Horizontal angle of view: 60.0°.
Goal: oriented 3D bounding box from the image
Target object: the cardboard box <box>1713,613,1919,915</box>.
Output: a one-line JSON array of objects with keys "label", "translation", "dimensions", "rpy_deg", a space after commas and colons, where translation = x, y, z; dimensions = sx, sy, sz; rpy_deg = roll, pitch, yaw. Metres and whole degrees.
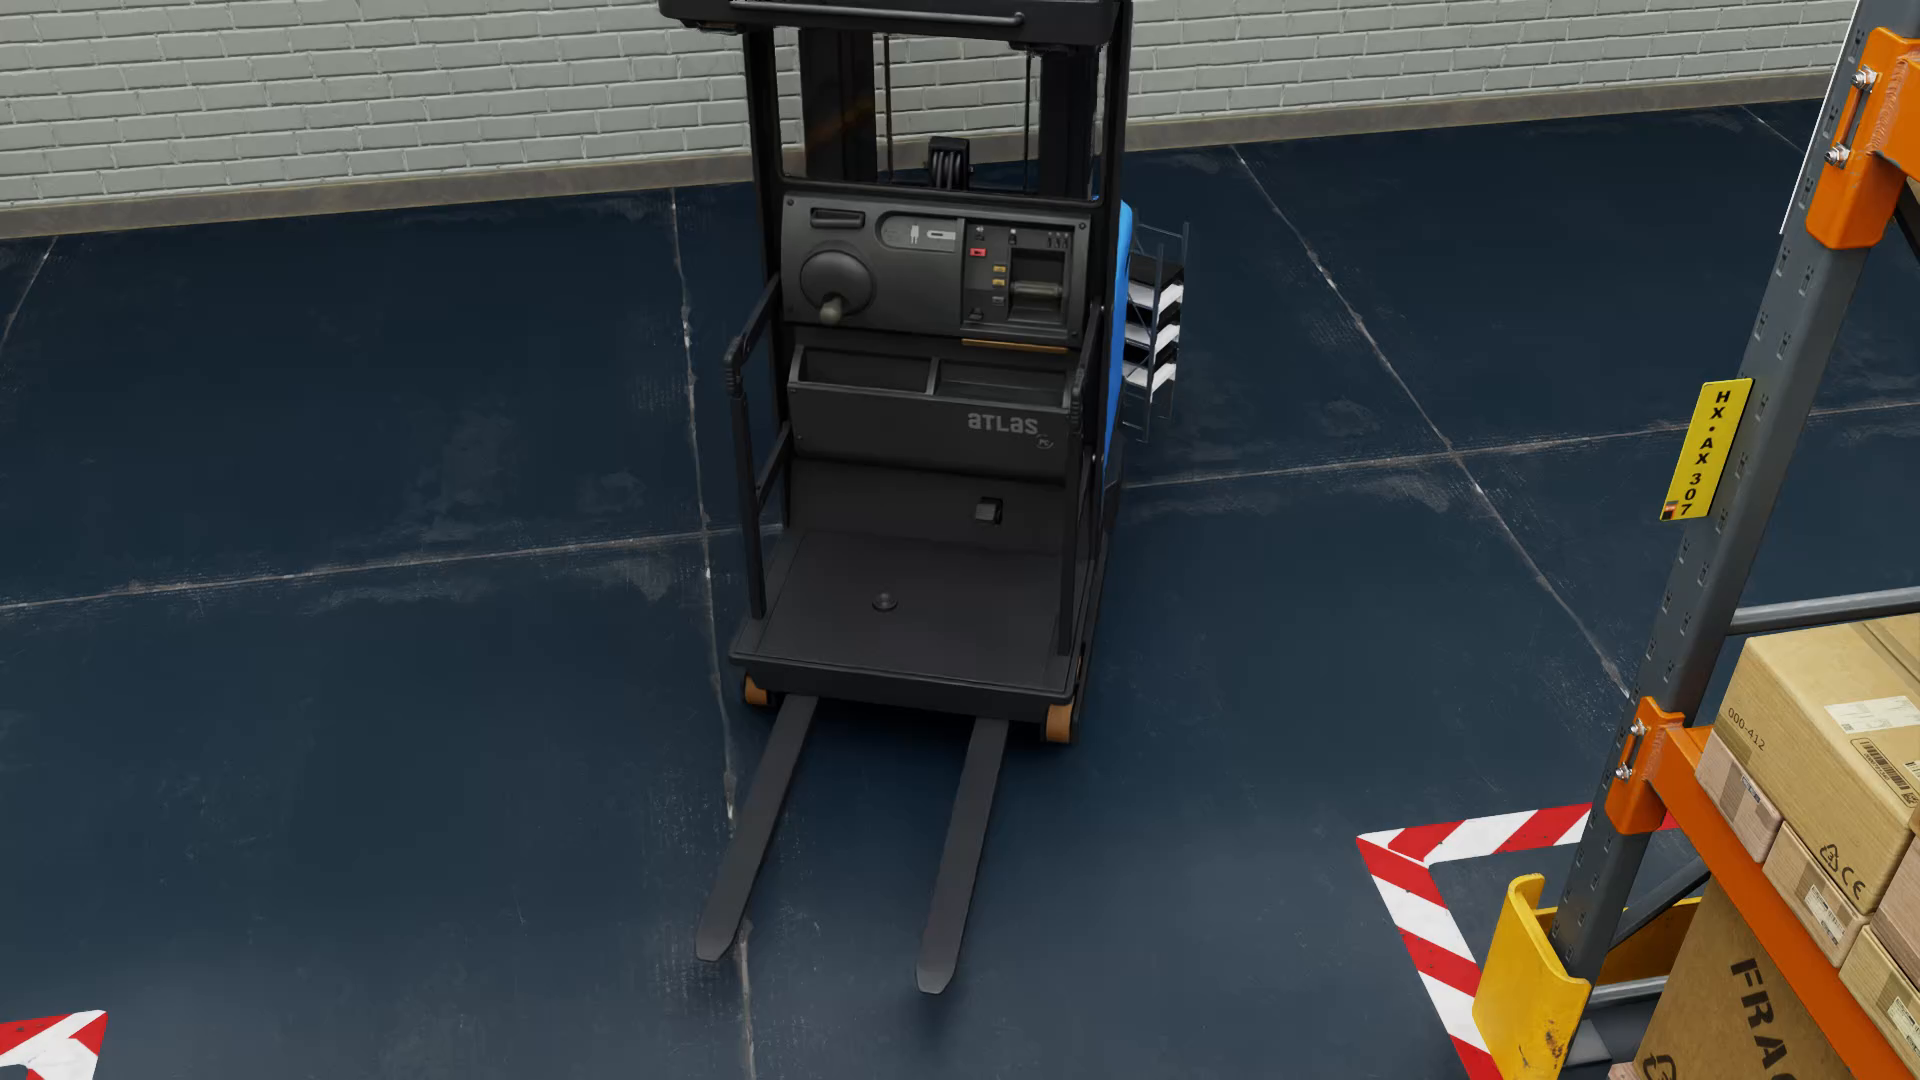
[{"label": "cardboard box", "translation": [1.825, 0.405, 3.164], "dimensions": [0.500, 0.250, 0.500], "rpy_deg": [-7, 38, -9]}]

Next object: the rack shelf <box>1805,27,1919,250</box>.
[{"label": "rack shelf", "translation": [2.358, 0.451, 1.365], "dimensions": [1.077, 0.370, 4.000], "rpy_deg": [-6, 38, -8]}]

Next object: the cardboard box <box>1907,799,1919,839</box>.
[{"label": "cardboard box", "translation": [1.913, 0.410, 2.545], "dimensions": [0.500, 0.500, 0.500], "rpy_deg": [-7, 38, -9]}]

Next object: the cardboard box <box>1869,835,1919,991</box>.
[{"label": "cardboard box", "translation": [1.923, 0.718, 2.761], "dimensions": [0.500, 0.250, 0.500], "rpy_deg": [-7, 38, -9]}]

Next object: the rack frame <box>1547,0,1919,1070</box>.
[{"label": "rack frame", "translation": [2.007, 0.144, 3.620], "dimensions": [1.000, 3.000, 0.127], "rpy_deg": [-6, 38, -8]}]

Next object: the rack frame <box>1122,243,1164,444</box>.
[{"label": "rack frame", "translation": [0.659, -0.787, 6.530], "dimensions": [0.240, 0.900, 0.006], "rpy_deg": [22, 43, 26]}]

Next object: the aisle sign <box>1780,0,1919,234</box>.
[{"label": "aisle sign", "translation": [1.699, -0.894, 2.837], "dimensions": [0.394, 0.787, 0.004], "rpy_deg": [-6, 38, -8]}]

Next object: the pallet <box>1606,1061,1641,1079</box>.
[{"label": "pallet", "translation": [2.224, 1.720, 3.865], "dimensions": [1.003, 0.211, 1.213], "rpy_deg": [-6, 38, -8]}]

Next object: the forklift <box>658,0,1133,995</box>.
[{"label": "forklift", "translation": [-0.115, -0.741, 4.815], "dimensions": [1.130, 2.935, 3.031], "rpy_deg": [6, 38, 8]}]

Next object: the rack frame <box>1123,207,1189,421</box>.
[{"label": "rack frame", "translation": [0.771, -0.891, 6.664], "dimensions": [0.240, 0.900, 0.006], "rpy_deg": [22, 43, 26]}]

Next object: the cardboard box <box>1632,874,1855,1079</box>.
[{"label": "cardboard box", "translation": [2.198, 1.195, 3.656], "dimensions": [0.875, 0.875, 0.875], "rpy_deg": [-6, 38, -8]}]

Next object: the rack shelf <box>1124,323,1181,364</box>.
[{"label": "rack shelf", "translation": [0.715, -0.813, 6.617], "dimensions": [0.258, 0.077, 0.200], "rpy_deg": [22, 43, 26]}]

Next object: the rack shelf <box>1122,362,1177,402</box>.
[{"label": "rack shelf", "translation": [0.715, -0.671, 6.728], "dimensions": [0.258, 0.077, 0.200], "rpy_deg": [22, 43, 26]}]

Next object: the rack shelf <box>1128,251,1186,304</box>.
[{"label": "rack shelf", "translation": [0.715, -1.026, 6.452], "dimensions": [0.258, 0.077, 0.200], "rpy_deg": [22, 43, 26]}]

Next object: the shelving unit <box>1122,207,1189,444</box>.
[{"label": "shelving unit", "translation": [0.715, -0.839, 6.597], "dimensions": [0.258, 0.900, 0.210], "rpy_deg": [22, 43, 26]}]

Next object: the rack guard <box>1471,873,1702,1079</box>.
[{"label": "rack guard", "translation": [2.003, 1.117, 4.405], "dimensions": [1.175, 0.500, 0.348], "rpy_deg": [-6, 38, -8]}]

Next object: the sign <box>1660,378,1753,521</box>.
[{"label": "sign", "translation": [1.459, -0.173, 3.258], "dimensions": [0.100, 0.325, 0.005], "rpy_deg": [-6, 38, -8]}]

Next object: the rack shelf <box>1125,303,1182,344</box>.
[{"label": "rack shelf", "translation": [0.715, -0.884, 6.562], "dimensions": [0.258, 0.077, 0.200], "rpy_deg": [22, 43, 26]}]

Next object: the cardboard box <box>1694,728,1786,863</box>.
[{"label": "cardboard box", "translation": [1.744, 0.493, 3.375], "dimensions": [0.380, 0.149, 0.250], "rpy_deg": [-6, 38, -7]}]

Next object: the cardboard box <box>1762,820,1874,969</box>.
[{"label": "cardboard box", "translation": [1.791, 0.648, 3.176], "dimensions": [0.380, 0.149, 0.250], "rpy_deg": [-7, 38, -9]}]

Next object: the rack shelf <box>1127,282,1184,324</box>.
[{"label": "rack shelf", "translation": [0.715, -0.955, 6.507], "dimensions": [0.258, 0.077, 0.200], "rpy_deg": [22, 43, 26]}]

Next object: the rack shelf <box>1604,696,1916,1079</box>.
[{"label": "rack shelf", "translation": [2.358, 1.636, 2.286], "dimensions": [1.077, 0.370, 4.000], "rpy_deg": [-6, 38, -8]}]

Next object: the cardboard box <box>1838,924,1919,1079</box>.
[{"label": "cardboard box", "translation": [1.836, 0.802, 2.977], "dimensions": [0.380, 0.149, 0.250], "rpy_deg": [-7, 38, -9]}]

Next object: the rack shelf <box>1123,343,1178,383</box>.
[{"label": "rack shelf", "translation": [0.715, -0.742, 6.672], "dimensions": [0.258, 0.077, 0.200], "rpy_deg": [22, 43, 26]}]
